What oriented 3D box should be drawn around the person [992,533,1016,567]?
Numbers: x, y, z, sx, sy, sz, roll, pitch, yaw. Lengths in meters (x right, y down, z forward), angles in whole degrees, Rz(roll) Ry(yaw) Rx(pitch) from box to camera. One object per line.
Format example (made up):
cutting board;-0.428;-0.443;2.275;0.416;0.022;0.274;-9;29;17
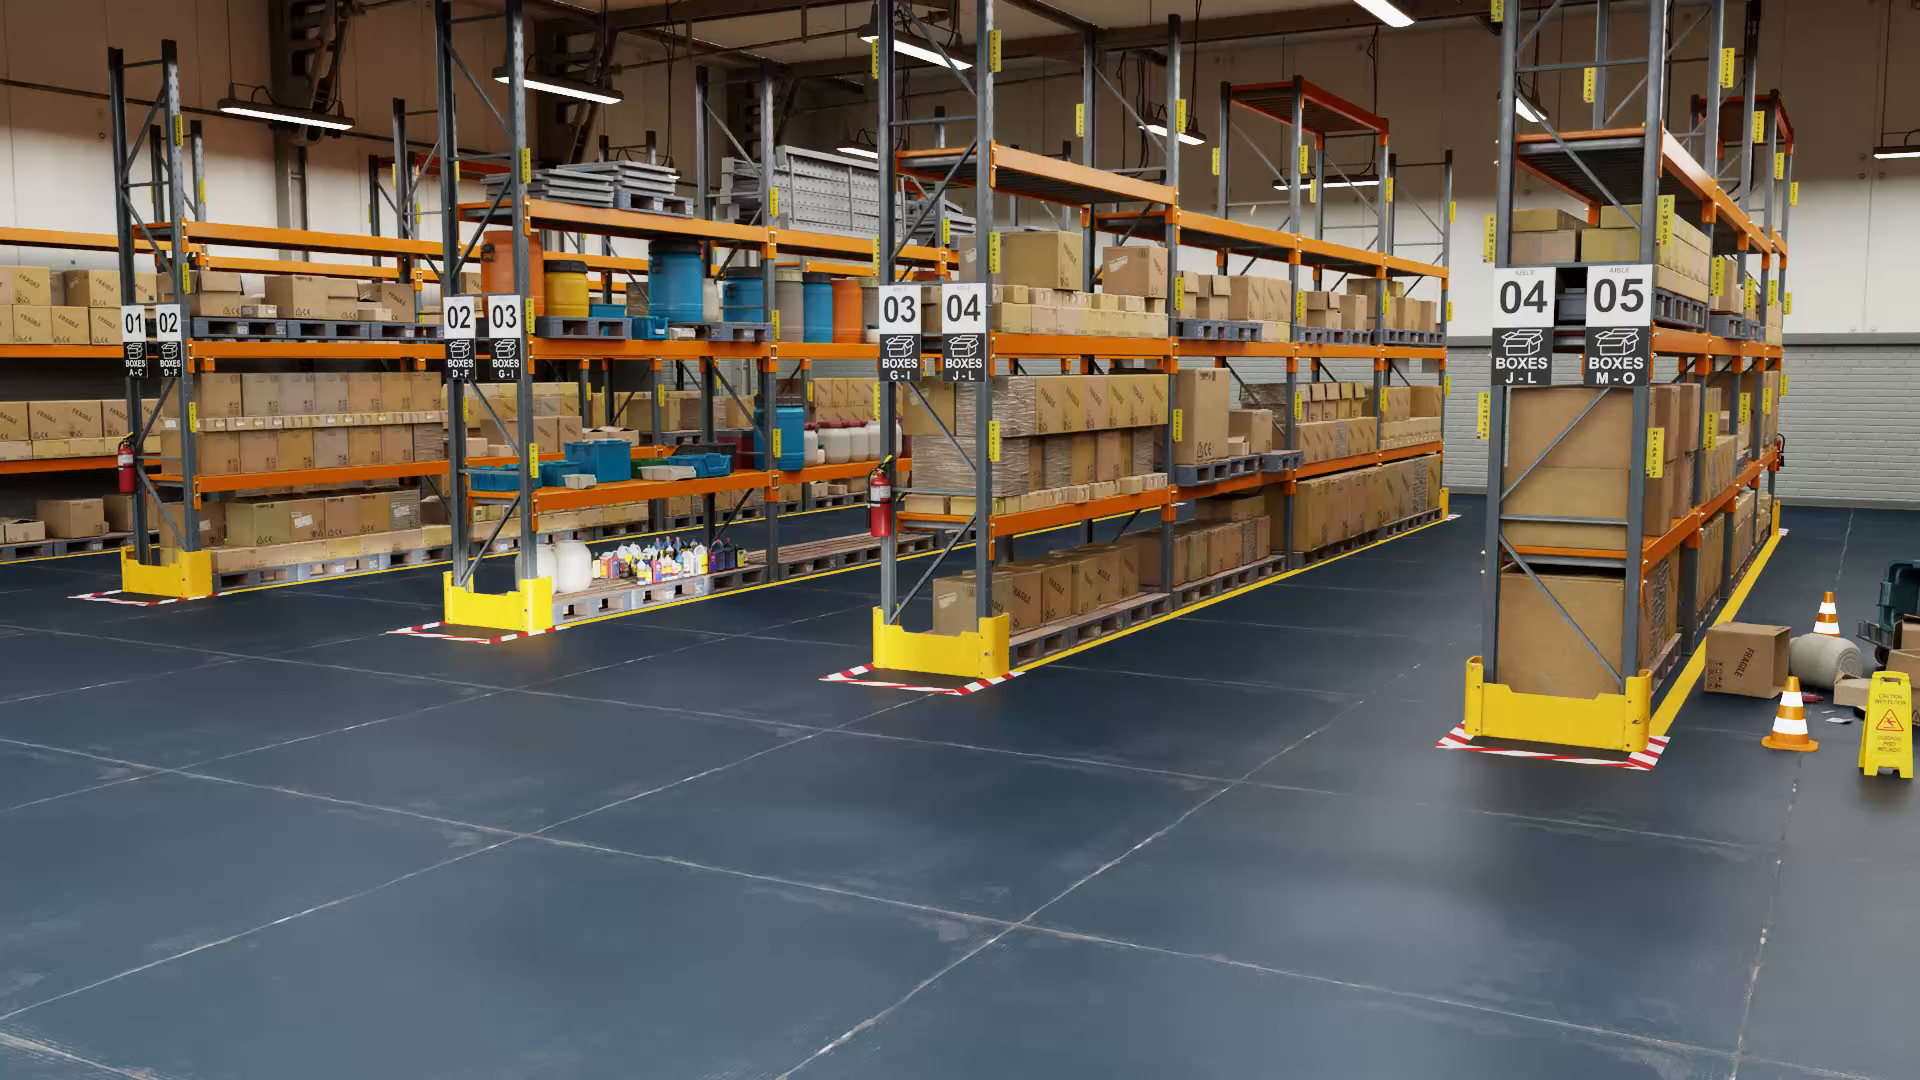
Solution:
person;0.395;-0.169;17.981;0.532;1.655;0.346;4;7;35
